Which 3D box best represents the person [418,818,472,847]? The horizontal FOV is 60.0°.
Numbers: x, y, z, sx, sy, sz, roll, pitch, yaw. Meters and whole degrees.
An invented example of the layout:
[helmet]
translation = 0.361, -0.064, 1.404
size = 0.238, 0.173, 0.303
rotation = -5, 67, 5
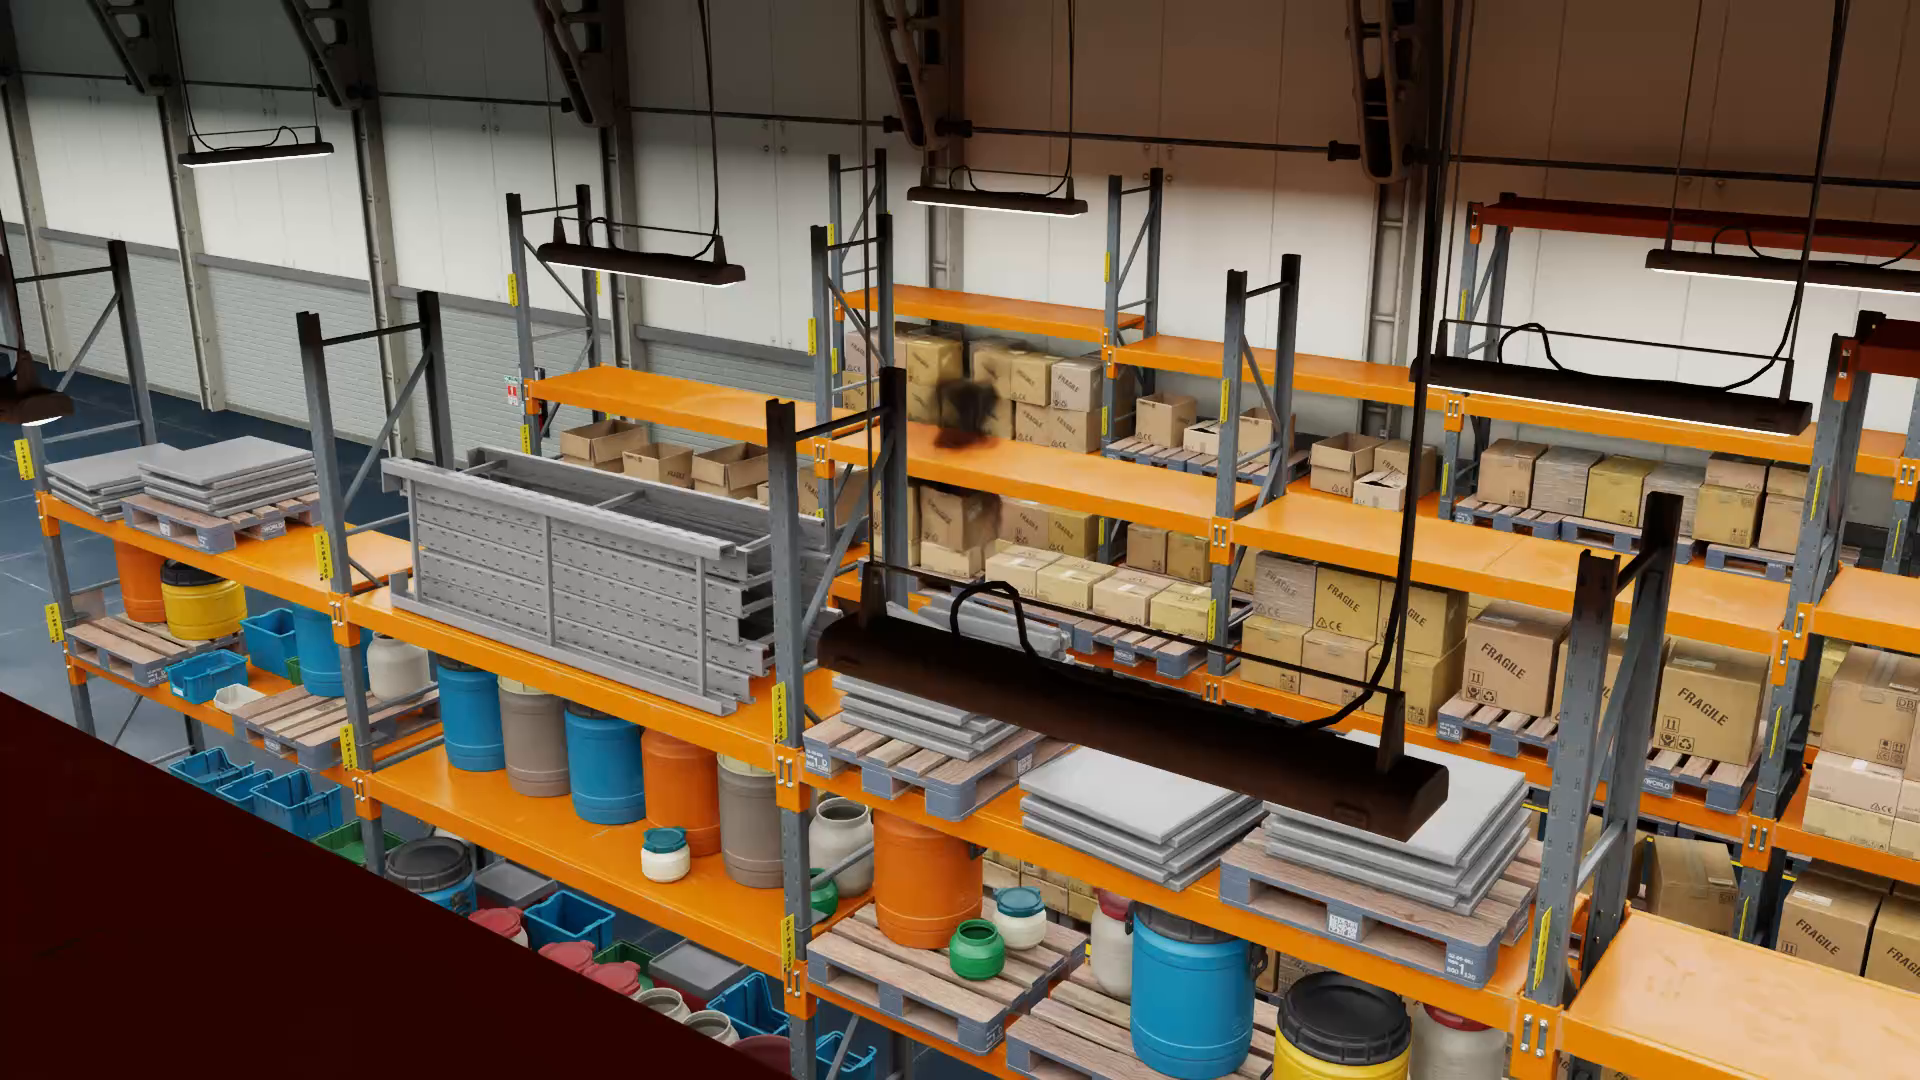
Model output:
[person]
translation = -4.468, 2.602, 14.670
size = 0.652, 1.617, 0.611
rotation = 14, 23, 36
